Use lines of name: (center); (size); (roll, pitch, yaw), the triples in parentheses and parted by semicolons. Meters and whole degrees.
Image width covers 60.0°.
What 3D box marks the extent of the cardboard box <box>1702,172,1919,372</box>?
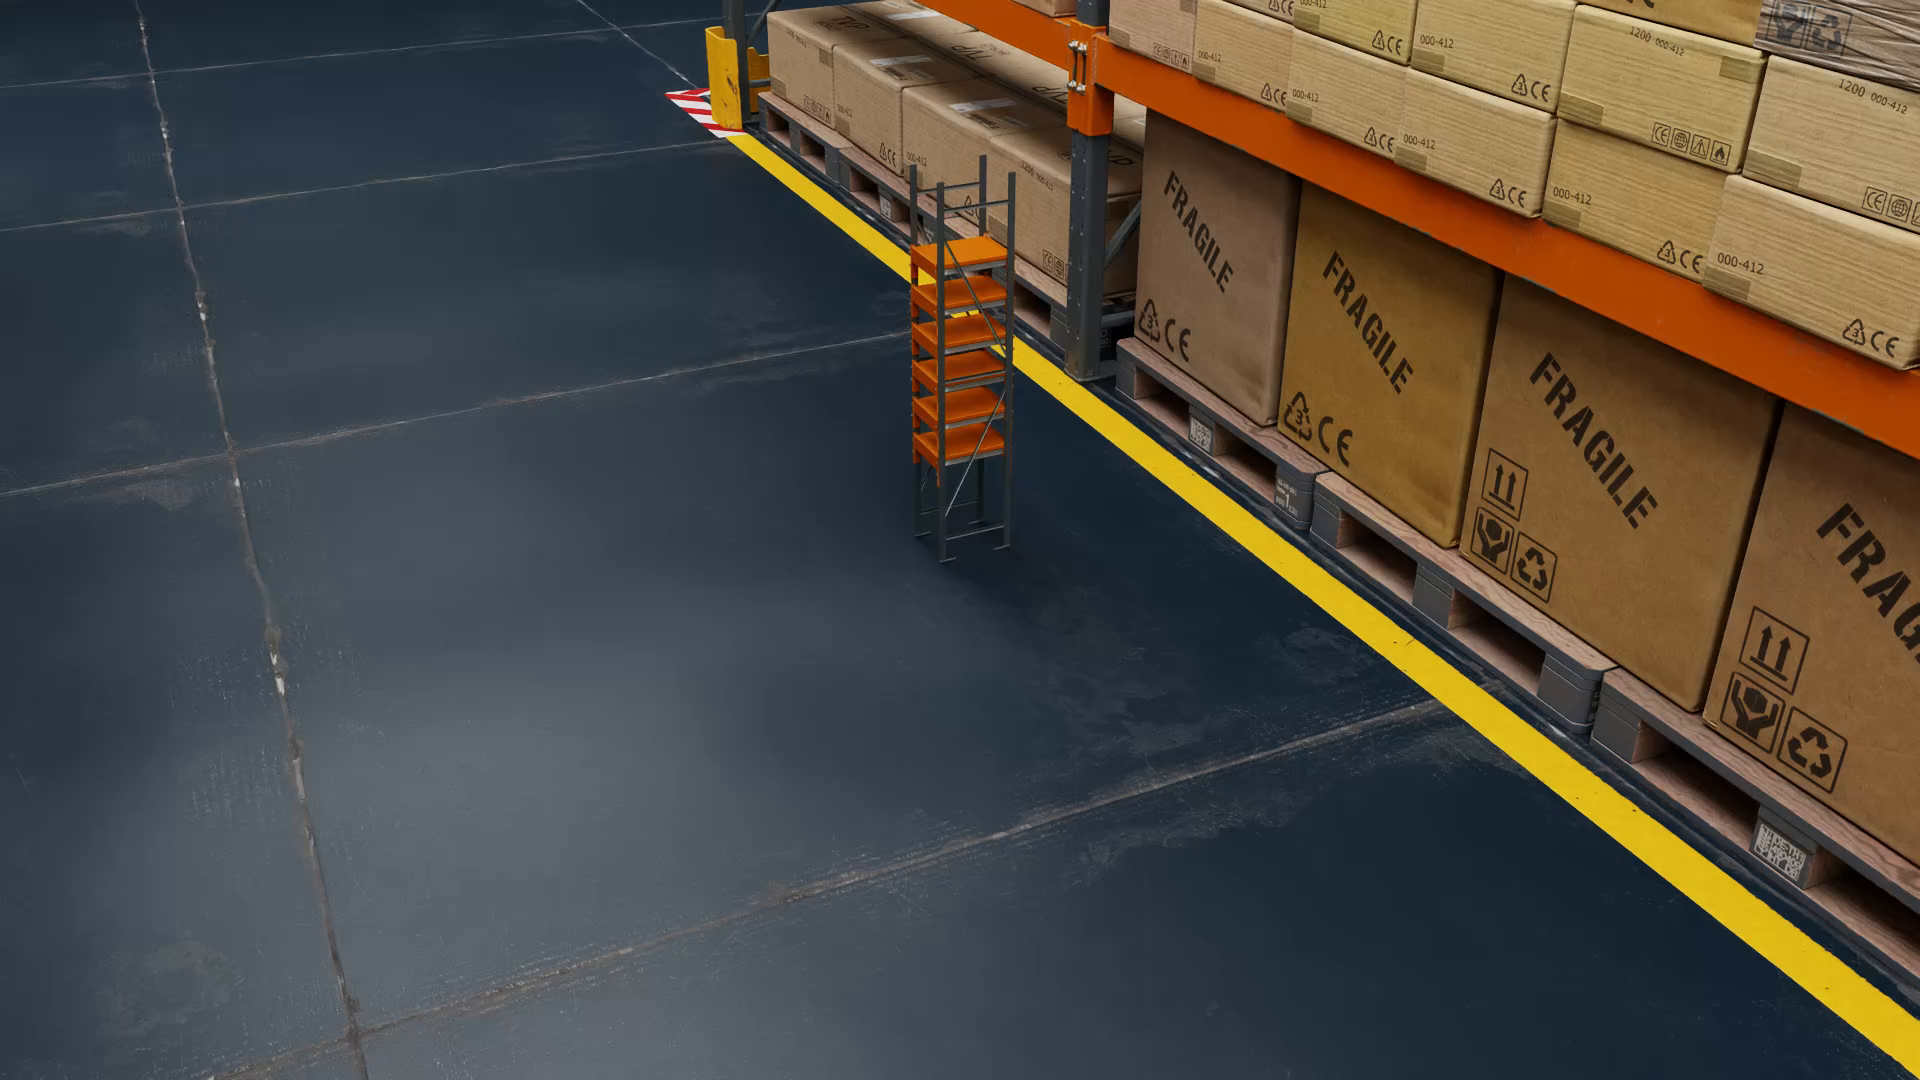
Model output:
cardboard box: (1.909, -0.587, 3.383); (0.500, 0.250, 0.500); (-13, 32, -21)

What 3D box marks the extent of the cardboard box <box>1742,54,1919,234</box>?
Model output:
cardboard box: (1.933, -0.800, 3.252); (0.500, 0.250, 0.500); (-14, 32, -23)

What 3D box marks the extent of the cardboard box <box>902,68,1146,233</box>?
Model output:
cardboard box: (0.319, -1.789, 7.563); (0.875, 0.438, 0.875); (-14, 32, -23)

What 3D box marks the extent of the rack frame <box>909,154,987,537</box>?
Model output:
rack frame: (-0.033, -0.557, 5.017); (0.240, 1.200, 0.006); (-13, 32, -22)

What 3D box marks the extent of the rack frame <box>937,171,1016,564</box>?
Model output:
rack frame: (0.046, -0.477, 4.873); (0.240, 1.200, 0.006); (-13, 32, -22)

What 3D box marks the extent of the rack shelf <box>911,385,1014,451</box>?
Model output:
rack shelf: (0.006, -0.374, 5.026); (0.258, 0.103, 0.180); (-13, 32, -22)

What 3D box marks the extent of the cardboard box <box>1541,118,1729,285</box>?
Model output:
cardboard box: (1.707, -0.813, 3.786); (0.500, 0.250, 0.500); (-13, 32, -22)

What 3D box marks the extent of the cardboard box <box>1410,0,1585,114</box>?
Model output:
cardboard box: (1.471, -1.251, 4.056); (0.500, 0.250, 0.500); (-14, 32, -23)

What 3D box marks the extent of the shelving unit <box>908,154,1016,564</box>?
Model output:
shelving unit: (0.006, -0.517, 4.945); (0.258, 1.200, 0.189); (-13, 32, -22)

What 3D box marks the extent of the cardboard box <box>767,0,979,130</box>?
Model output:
cardboard box: (-0.467, -2.590, 8.992); (0.875, 0.438, 0.875); (-14, 32, -24)

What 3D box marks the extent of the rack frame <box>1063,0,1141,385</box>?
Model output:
rack frame: (0.877, -2.028, 5.799); (1.000, 3.000, 0.127); (-13, 32, -22)

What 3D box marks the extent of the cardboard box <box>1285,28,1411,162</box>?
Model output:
cardboard box: (1.256, -1.255, 4.574); (0.500, 0.250, 0.500); (-13, 32, -22)

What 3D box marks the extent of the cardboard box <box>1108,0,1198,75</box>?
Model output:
cardboard box: (0.827, -1.713, 5.391); (0.500, 0.250, 0.500); (-14, 32, -23)

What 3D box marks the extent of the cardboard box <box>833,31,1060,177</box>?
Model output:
cardboard box: (-0.067, -2.187, 8.274); (0.875, 0.438, 0.875); (-12, 32, -21)

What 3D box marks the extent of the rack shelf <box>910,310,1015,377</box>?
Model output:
rack shelf: (0.006, -0.583, 4.908); (0.258, 0.103, 0.180); (-13, 32, -22)

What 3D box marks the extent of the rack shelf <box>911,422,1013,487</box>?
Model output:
rack shelf: (0.006, -0.269, 5.084); (0.258, 0.103, 0.180); (-13, 32, -22)

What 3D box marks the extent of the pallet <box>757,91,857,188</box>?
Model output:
pallet: (-0.427, -2.242, 9.032); (1.003, 0.211, 1.213); (-13, 32, -22)

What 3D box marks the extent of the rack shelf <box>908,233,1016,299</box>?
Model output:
rack shelf: (0.006, -0.792, 4.791); (0.258, 0.103, 0.180); (-13, 32, -22)

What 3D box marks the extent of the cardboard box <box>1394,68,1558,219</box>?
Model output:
cardboard box: (1.462, -1.032, 4.177); (0.500, 0.250, 0.500); (-14, 32, -23)

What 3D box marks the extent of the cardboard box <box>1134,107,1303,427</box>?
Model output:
cardboard box: (1.215, -1.027, 5.758); (0.875, 0.875, 0.875); (-12, 31, -20)

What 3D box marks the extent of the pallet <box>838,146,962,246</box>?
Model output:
pallet: (0.093, -1.704, 8.072); (1.003, 0.211, 1.213); (-13, 32, -22)

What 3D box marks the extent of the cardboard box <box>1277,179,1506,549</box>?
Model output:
cardboard box: (1.610, -0.630, 5.049); (0.875, 0.875, 0.875); (-12, 31, -21)

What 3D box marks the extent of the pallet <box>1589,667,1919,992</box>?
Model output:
pallet: (2.323, 0.591, 3.980); (1.003, 0.211, 1.213); (-13, 32, -22)

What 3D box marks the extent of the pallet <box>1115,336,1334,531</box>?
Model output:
pallet: (1.276, -0.487, 5.902); (1.003, 0.211, 1.213); (-13, 32, -22)

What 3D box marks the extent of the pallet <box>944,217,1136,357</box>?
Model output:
pallet: (0.621, -1.164, 7.110); (1.003, 0.211, 1.213); (-13, 32, -22)

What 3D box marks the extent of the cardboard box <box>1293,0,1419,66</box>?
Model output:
cardboard box: (1.253, -1.474, 4.454); (0.500, 0.250, 0.500); (-13, 32, -21)

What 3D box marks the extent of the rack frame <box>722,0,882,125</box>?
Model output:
rack frame: (-0.841, -3.795, 8.951); (1.000, 3.000, 0.127); (-13, 32, -22)

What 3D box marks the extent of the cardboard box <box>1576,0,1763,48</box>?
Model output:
cardboard box: (1.701, -1.360, 3.484); (0.500, 0.500, 0.500); (-13, 32, -22)

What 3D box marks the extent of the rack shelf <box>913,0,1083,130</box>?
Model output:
rack shelf: (0.018, -2.598, 7.551); (1.077, 0.370, 4.000); (-13, 32, -22)

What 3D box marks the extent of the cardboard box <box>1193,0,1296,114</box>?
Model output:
cardboard box: (1.051, -1.484, 4.984); (0.500, 0.250, 0.500); (-14, 32, -23)

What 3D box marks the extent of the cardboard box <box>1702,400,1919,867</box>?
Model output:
cardboard box: (2.372, 0.160, 3.641); (0.875, 0.875, 0.875); (-13, 32, -22)

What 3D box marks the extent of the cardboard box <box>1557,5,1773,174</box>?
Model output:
cardboard box: (1.695, -1.022, 3.647); (0.500, 0.250, 0.500); (-14, 32, -23)

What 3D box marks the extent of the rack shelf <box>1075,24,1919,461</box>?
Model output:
rack shelf: (1.735, -0.831, 4.400); (1.077, 0.370, 4.000); (-13, 32, -22)

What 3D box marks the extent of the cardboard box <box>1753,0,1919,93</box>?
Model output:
cardboard box: (1.908, -1.139, 3.090); (0.500, 0.500, 0.500); (-13, 32, -21)

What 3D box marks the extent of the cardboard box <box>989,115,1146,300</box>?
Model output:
cardboard box: (0.704, -1.393, 6.858); (0.875, 0.438, 0.875); (-14, 32, -23)

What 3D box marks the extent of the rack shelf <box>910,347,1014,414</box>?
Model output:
rack shelf: (0.006, -0.478, 4.967); (0.258, 0.103, 0.180); (-13, 32, -22)

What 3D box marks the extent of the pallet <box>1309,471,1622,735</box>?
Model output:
pallet: (1.804, 0.053, 4.939); (1.003, 0.211, 1.213); (-13, 32, -22)

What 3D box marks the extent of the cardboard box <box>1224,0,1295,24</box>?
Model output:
cardboard box: (1.060, -1.702, 4.861); (0.500, 0.250, 0.500); (-13, 32, -21)

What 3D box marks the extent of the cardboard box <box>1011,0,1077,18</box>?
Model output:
cardboard box: (0.447, -2.223, 6.045); (0.500, 0.500, 0.500); (-13, 32, -22)

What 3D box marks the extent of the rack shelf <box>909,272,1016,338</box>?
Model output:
rack shelf: (0.006, -0.688, 4.849); (0.258, 0.103, 0.180); (-13, 32, -22)

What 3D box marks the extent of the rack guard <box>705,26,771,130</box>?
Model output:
rack guard: (-0.851, -2.715, 9.581); (1.175, 0.500, 0.348); (-13, 32, -22)

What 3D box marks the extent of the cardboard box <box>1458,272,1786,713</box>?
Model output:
cardboard box: (1.993, -0.235, 4.345); (0.875, 0.875, 0.875); (-13, 32, -21)
